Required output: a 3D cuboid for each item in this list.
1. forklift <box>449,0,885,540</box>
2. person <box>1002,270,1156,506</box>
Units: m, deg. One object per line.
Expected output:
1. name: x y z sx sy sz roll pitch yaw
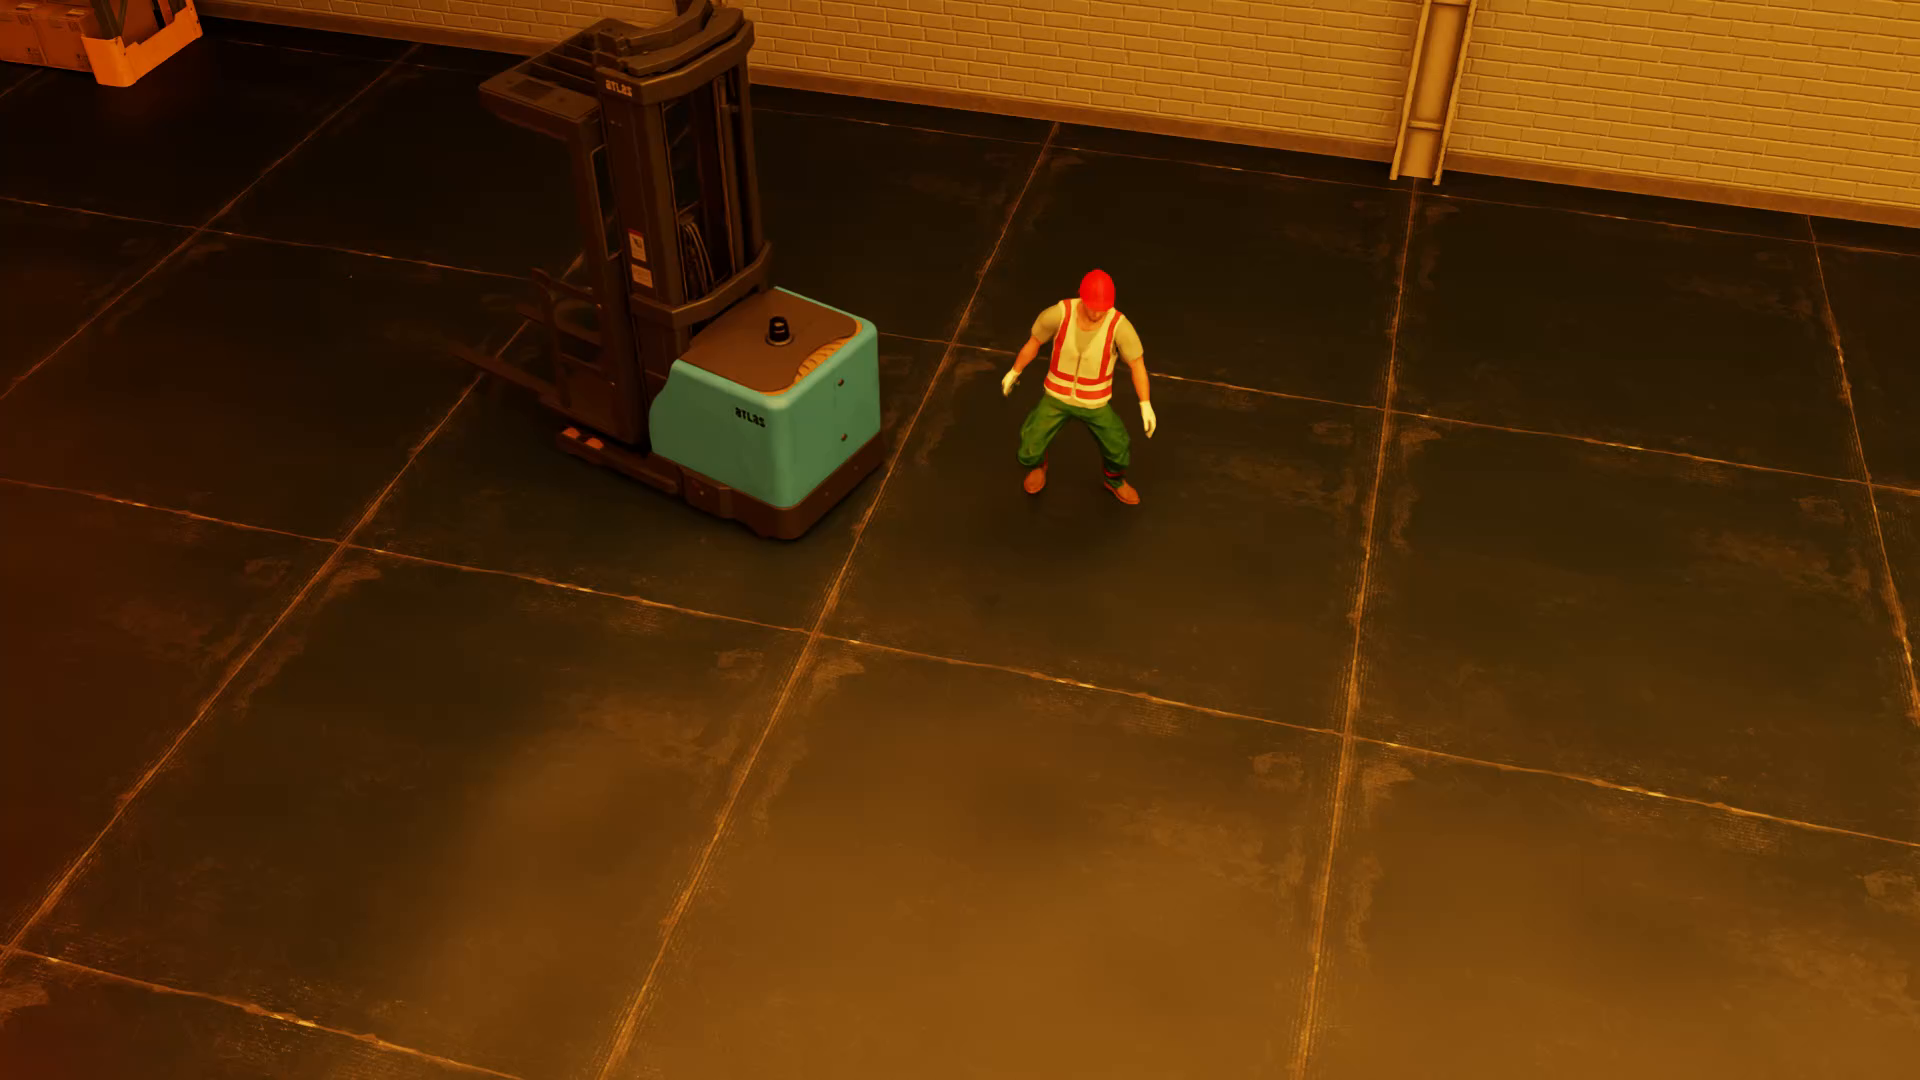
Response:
1. forklift: -1.994 -1.855 9.978 3.031 2.935 1.130 23 46 24
2. person: 0.699 -0.863 9.804 0.949 1.679 0.553 10 42 11
